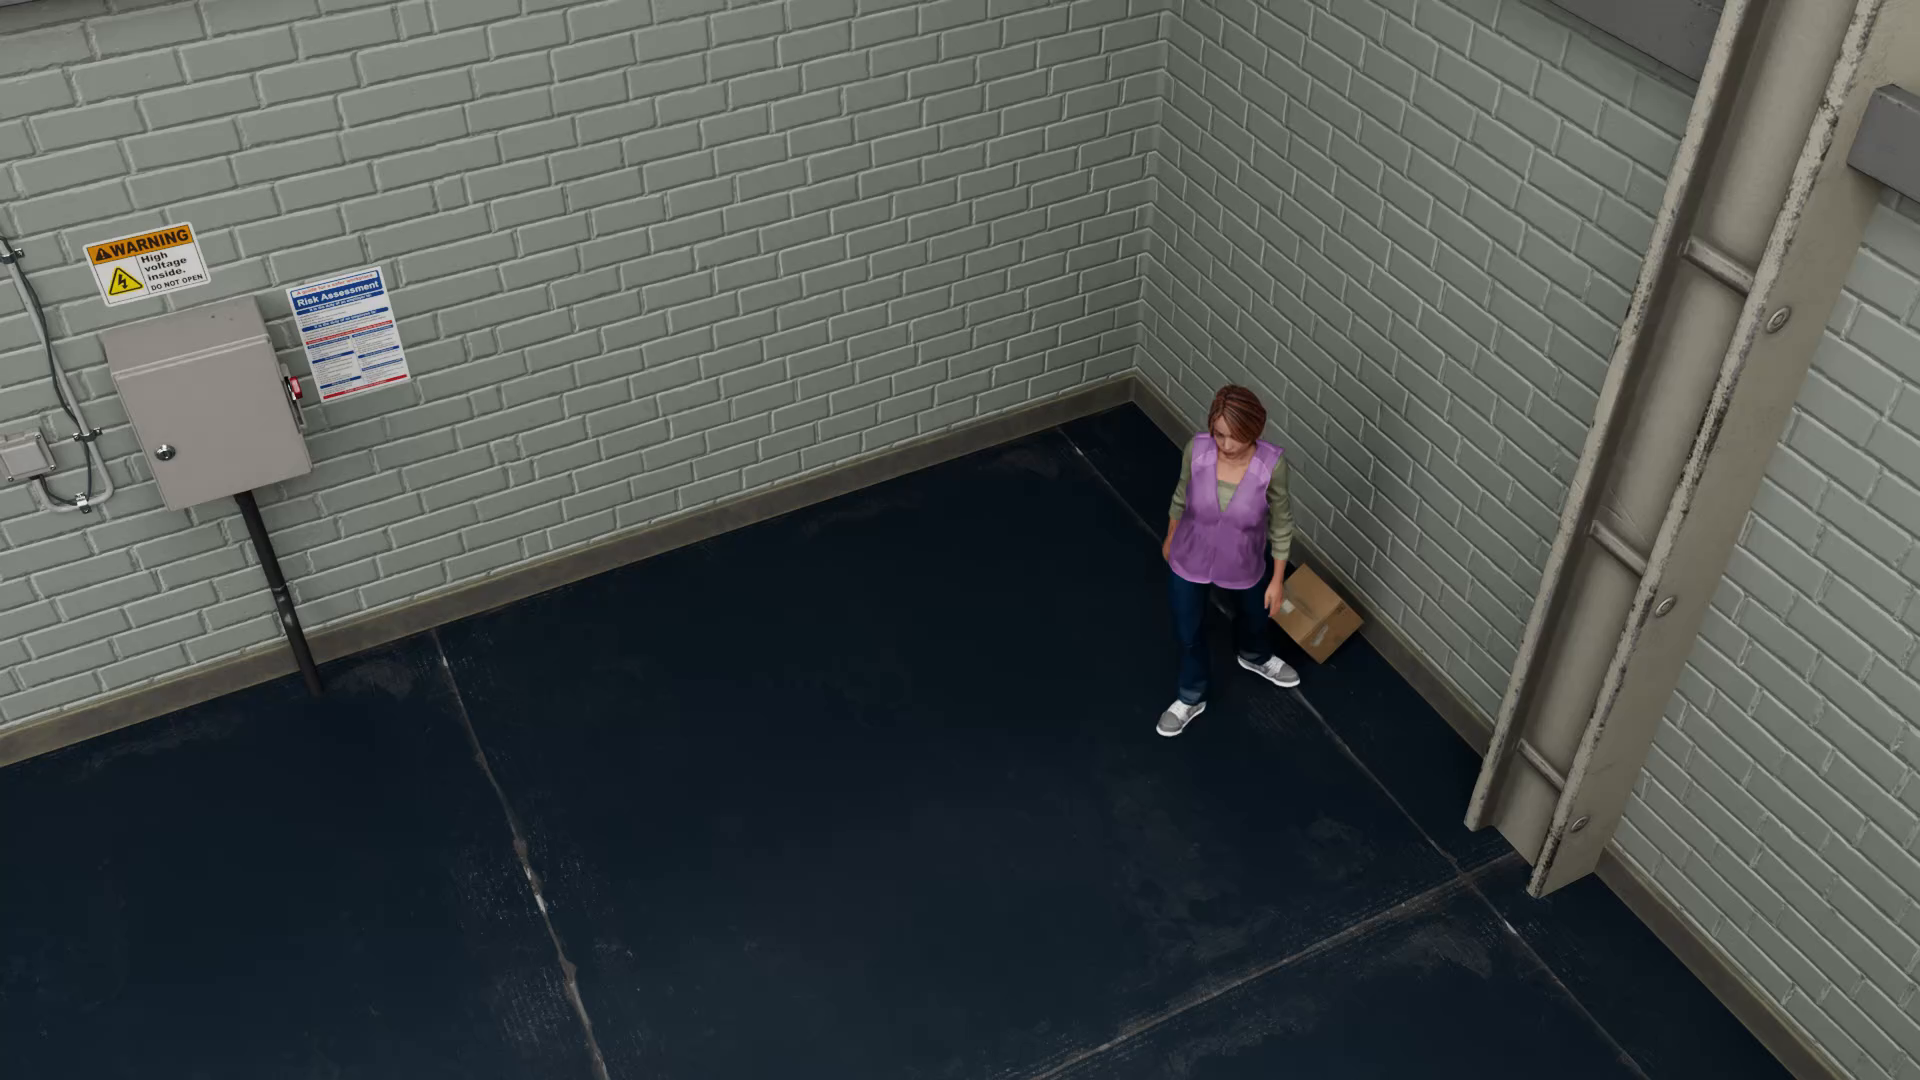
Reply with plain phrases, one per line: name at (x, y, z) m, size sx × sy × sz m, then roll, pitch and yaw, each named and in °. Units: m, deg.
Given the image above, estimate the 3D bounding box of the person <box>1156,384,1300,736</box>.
person at (1.043, 0.056, 6.105) m, size 0.598 × 1.588 × 0.475 m, roll 7°, pitch 42°, yaw 8°
